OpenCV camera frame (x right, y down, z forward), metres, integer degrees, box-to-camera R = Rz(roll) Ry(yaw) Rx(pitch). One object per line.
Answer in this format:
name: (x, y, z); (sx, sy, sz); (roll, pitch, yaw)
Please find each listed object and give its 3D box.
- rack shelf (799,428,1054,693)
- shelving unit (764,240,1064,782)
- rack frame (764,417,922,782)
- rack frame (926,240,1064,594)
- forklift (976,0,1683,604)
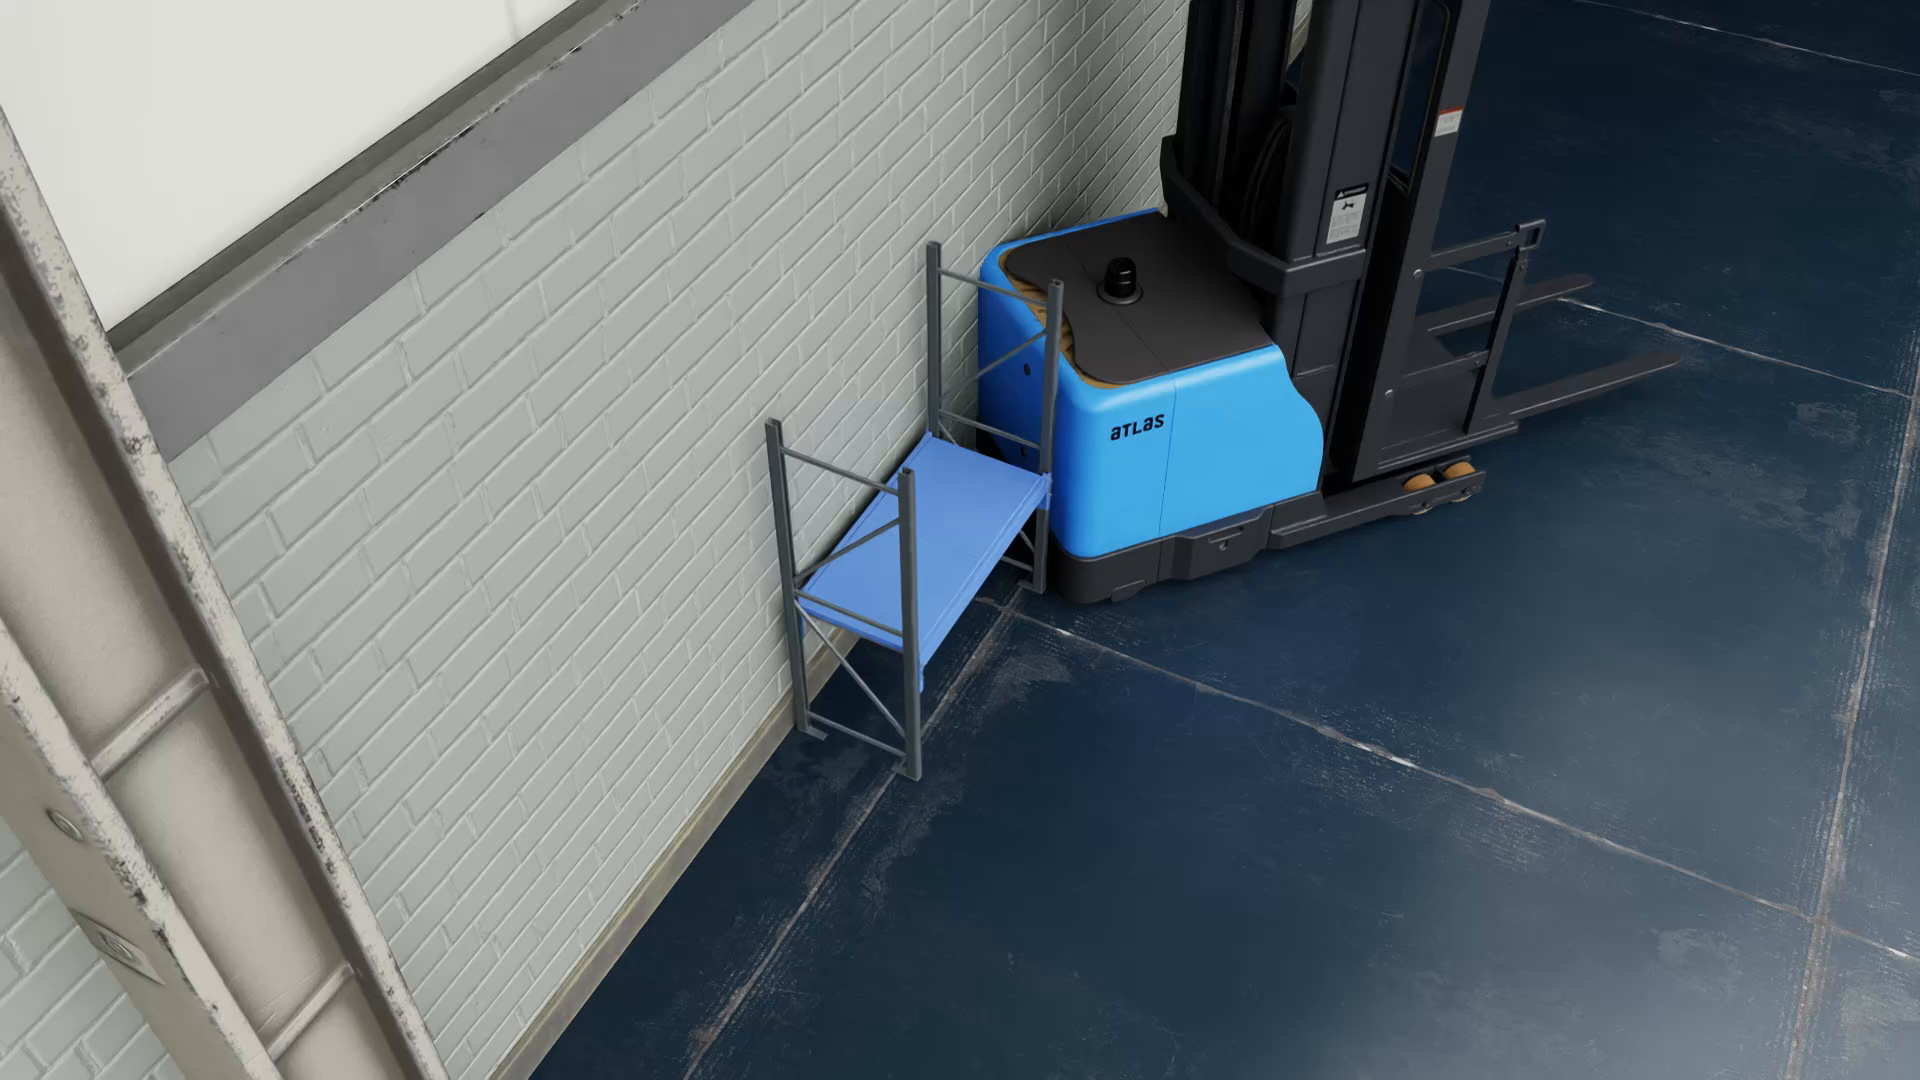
rack shelf: (-0.126, 0.046, 5.894); (0.538, 0.185, 1.000); (21, 49, 19)
shelving unit: (-0.126, -0.079, 5.764); (0.538, 1.500, 1.048); (21, 49, 19)
rack frame: (-0.362, 0.244, 5.451); (0.500, 1.500, 0.032); (21, 49, 19)
rack frame: (0.110, -0.402, 6.078); (0.500, 1.500, 0.032); (21, 49, 19)
forklift: (1.616, -1.467, 6.139); (3.031, 2.935, 1.130); (-16, 48, -16)
